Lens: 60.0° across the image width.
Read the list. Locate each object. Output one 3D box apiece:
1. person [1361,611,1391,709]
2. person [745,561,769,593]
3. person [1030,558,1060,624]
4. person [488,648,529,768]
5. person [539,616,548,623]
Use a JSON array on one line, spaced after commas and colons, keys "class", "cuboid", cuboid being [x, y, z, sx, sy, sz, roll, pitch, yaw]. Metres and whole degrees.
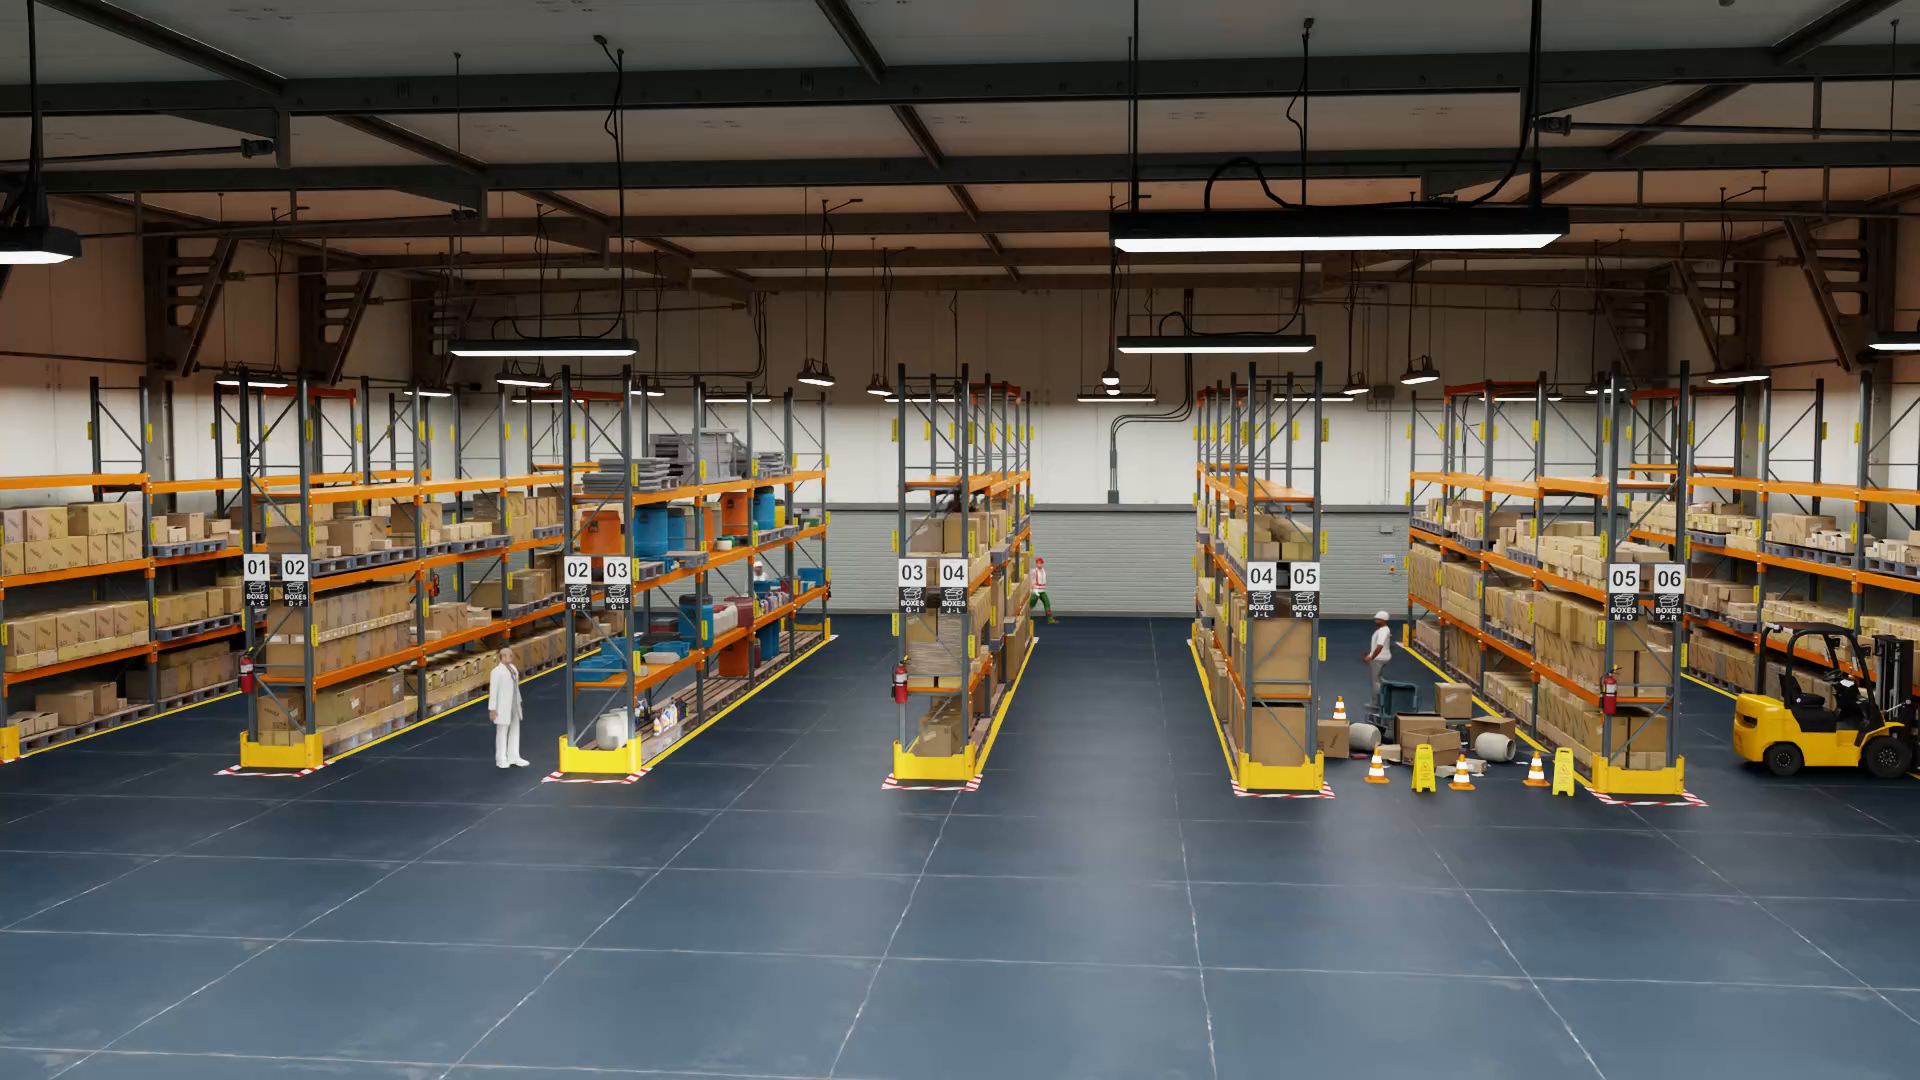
[{"class": "person", "cuboid": [7.547, 2.170, 30.259, 0.648, 1.770, 0.645, -4, 5, -44]}, {"class": "person", "cuboid": [-5.177, 1.436, 42.448, 0.647, 1.798, 0.883, 0, 4, 2]}, {"class": "person", "cuboid": [2.067, 1.338, 43.456, 1.067, 1.743, 0.647, 2, 4, 26]}, {"class": "person", "cuboid": [-6.776, 2.511, 24.904, 0.424, 1.792, 0.681, 2, 4, 23]}, {"class": "person", "cuboid": [-10.233, 1.548, 40.926, 0.377, 1.649, 0.509, 0, 4, 0]}]
